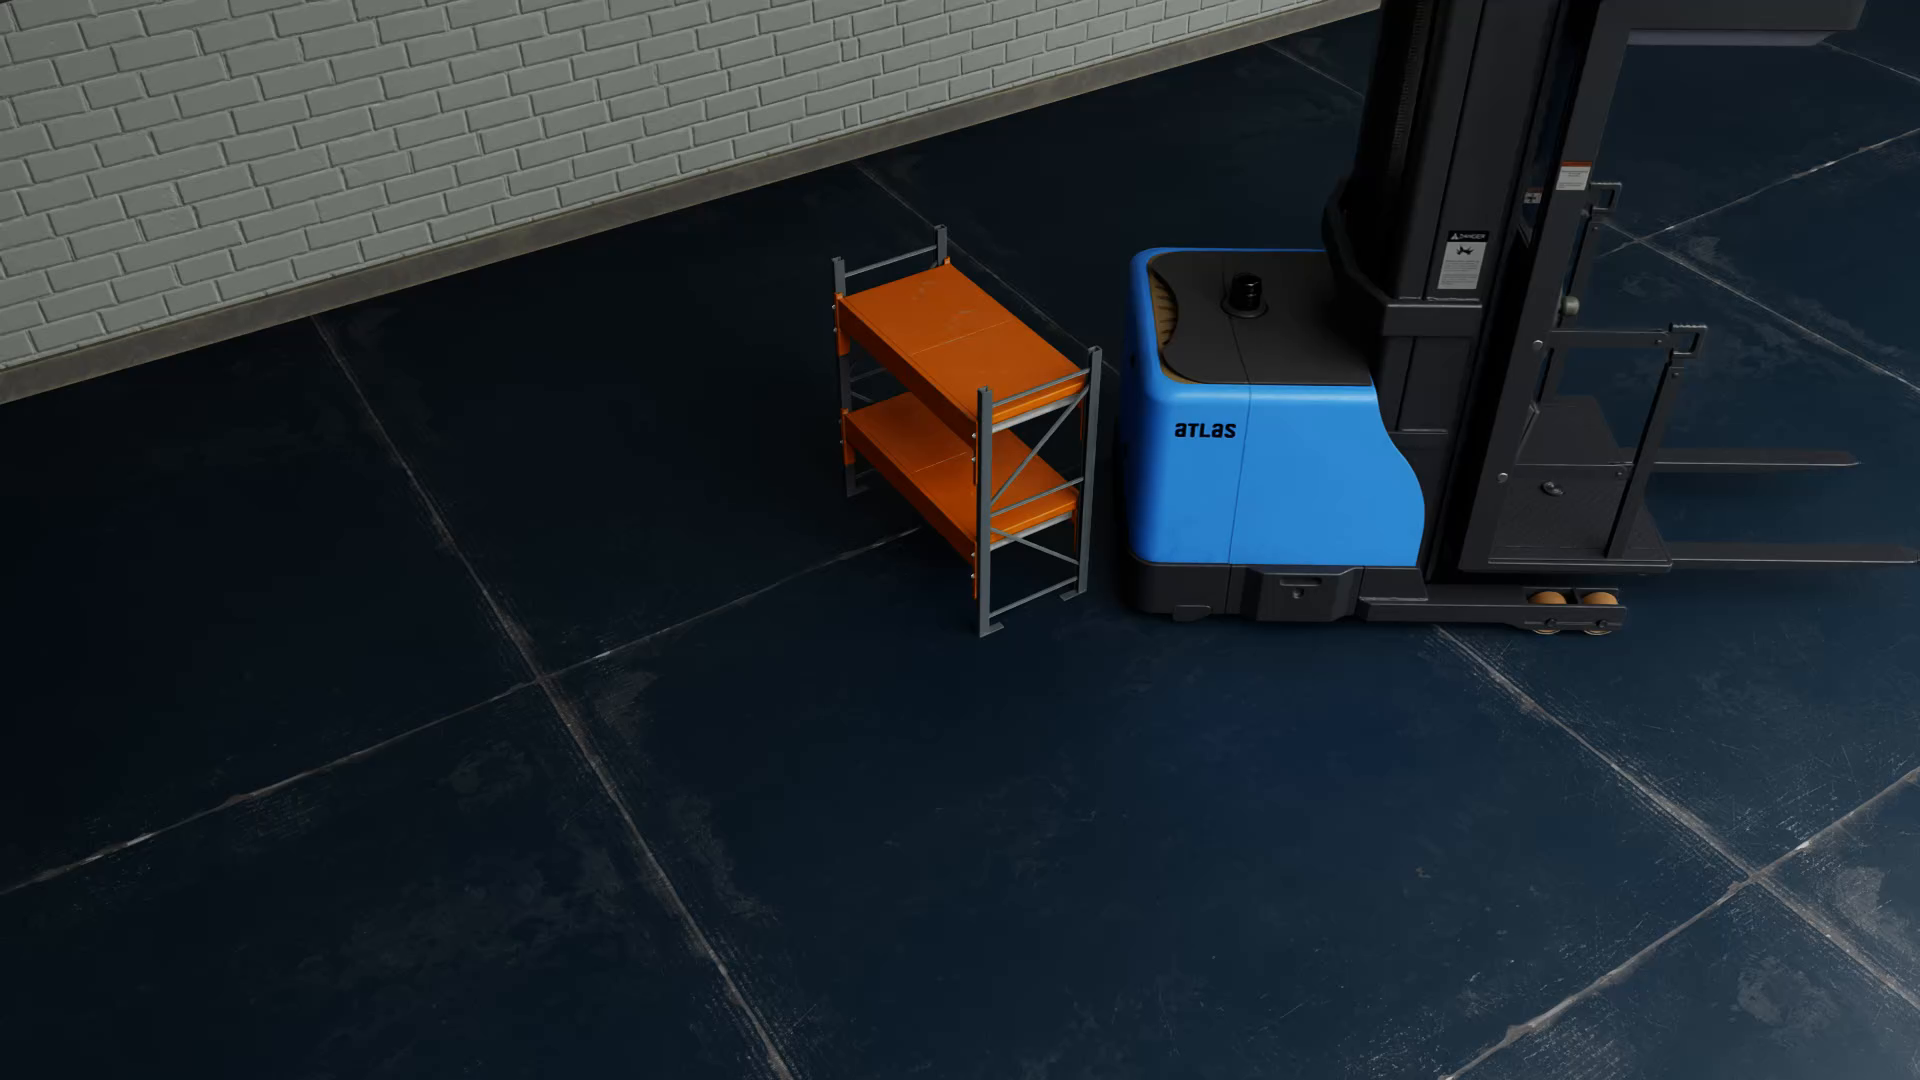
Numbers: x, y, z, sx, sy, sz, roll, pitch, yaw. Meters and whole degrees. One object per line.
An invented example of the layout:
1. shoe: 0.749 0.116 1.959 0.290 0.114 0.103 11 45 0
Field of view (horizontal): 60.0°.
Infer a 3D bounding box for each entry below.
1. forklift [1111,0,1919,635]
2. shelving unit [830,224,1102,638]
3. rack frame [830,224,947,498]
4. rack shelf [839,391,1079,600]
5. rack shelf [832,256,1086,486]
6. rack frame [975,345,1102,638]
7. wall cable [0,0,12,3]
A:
1. forklift: 2.147 -1.111 5.794 3.031 2.935 1.130 1 40 1
2. shelving unit: 0.004 -0.428 6.386 0.538 1.125 1.048 -22 45 -24
3. rack frame: -0.270 -0.703 6.715 0.500 1.125 0.032 -22 45 -24
4. rack shelf: 0.004 -0.241 6.542 0.538 0.278 1.000 -22 45 -24
5. rack shelf: 0.004 -0.653 6.198 0.538 0.278 1.000 -22 45 -24
6. rack frame: 0.277 -0.154 6.056 0.500 1.125 0.032 -22 45 -24
7. wall cable: -4.812 -2.652 5.329 3.097 2.526 0.112 -22 45 -24
